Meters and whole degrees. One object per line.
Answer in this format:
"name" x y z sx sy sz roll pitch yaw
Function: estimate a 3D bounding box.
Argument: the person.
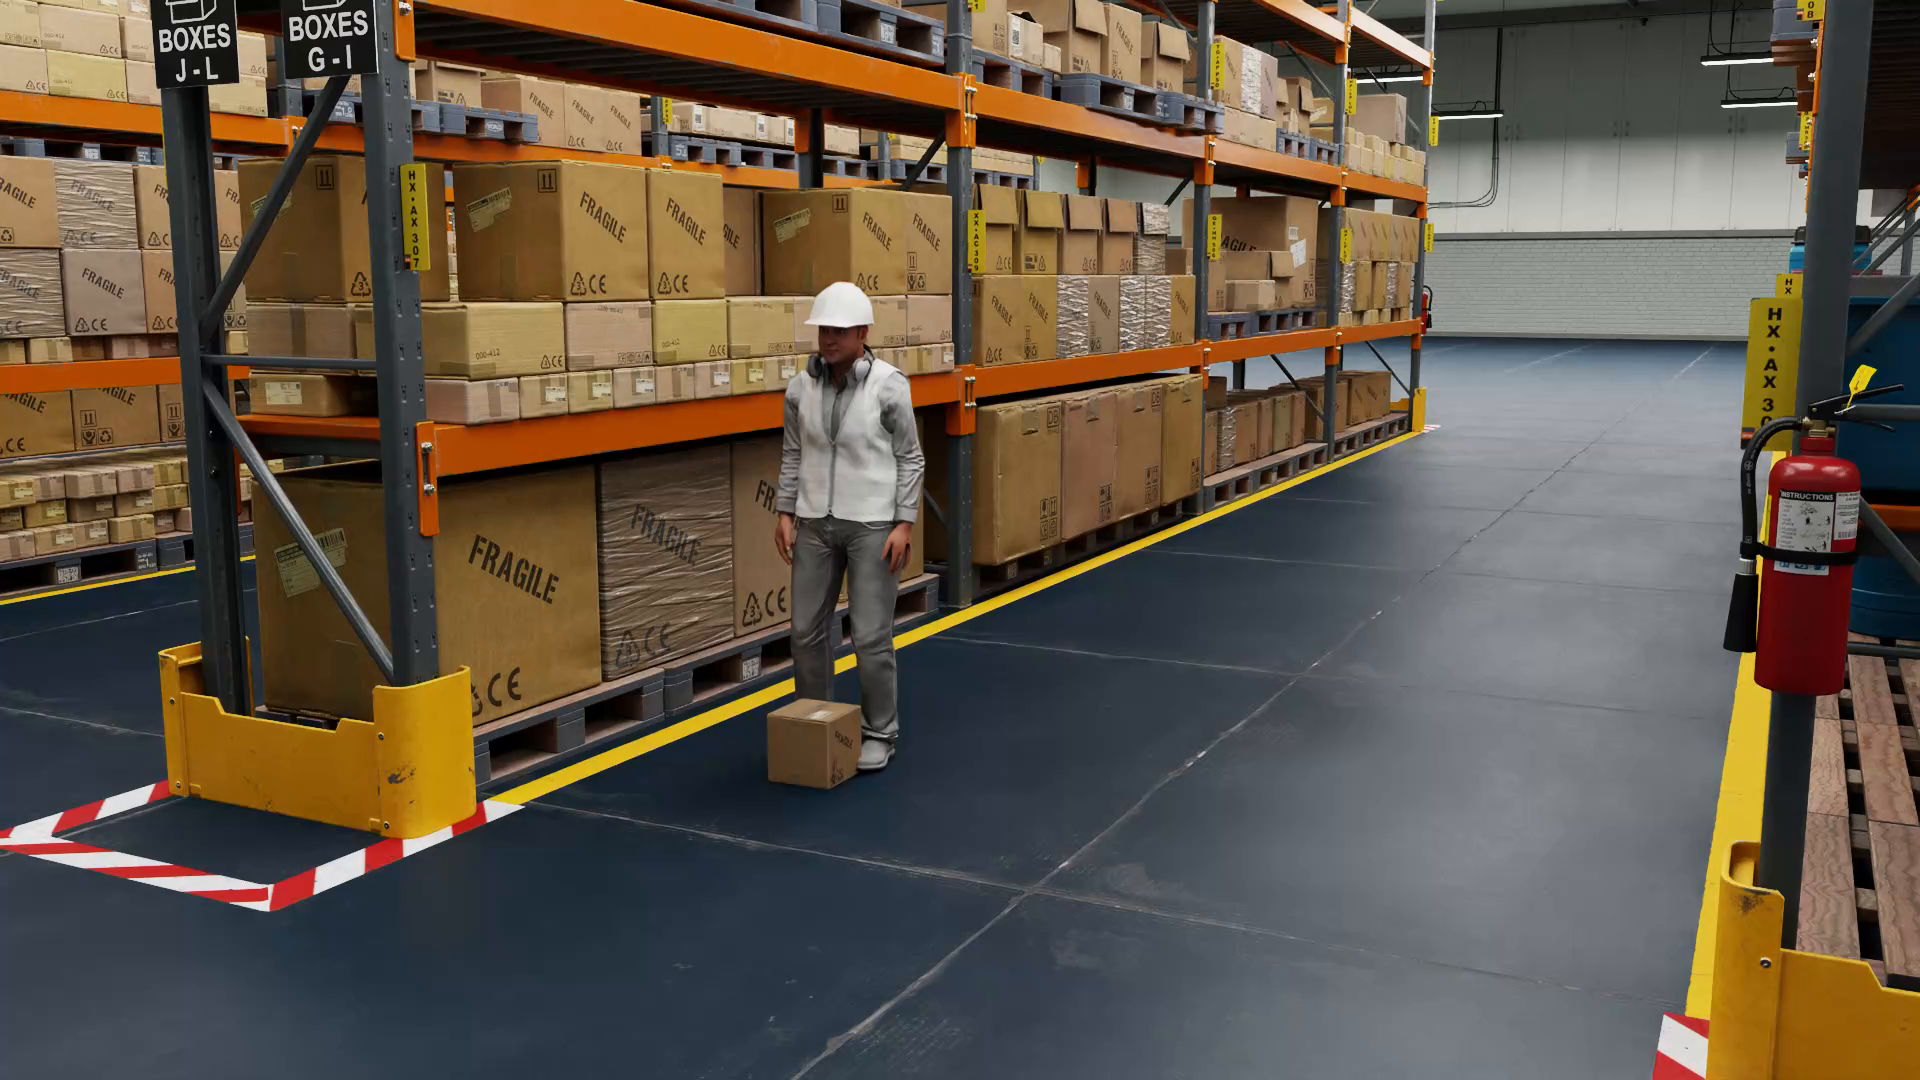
"person" -0.414 -0.053 6.126 0.573 1.768 0.461 4 10 24
